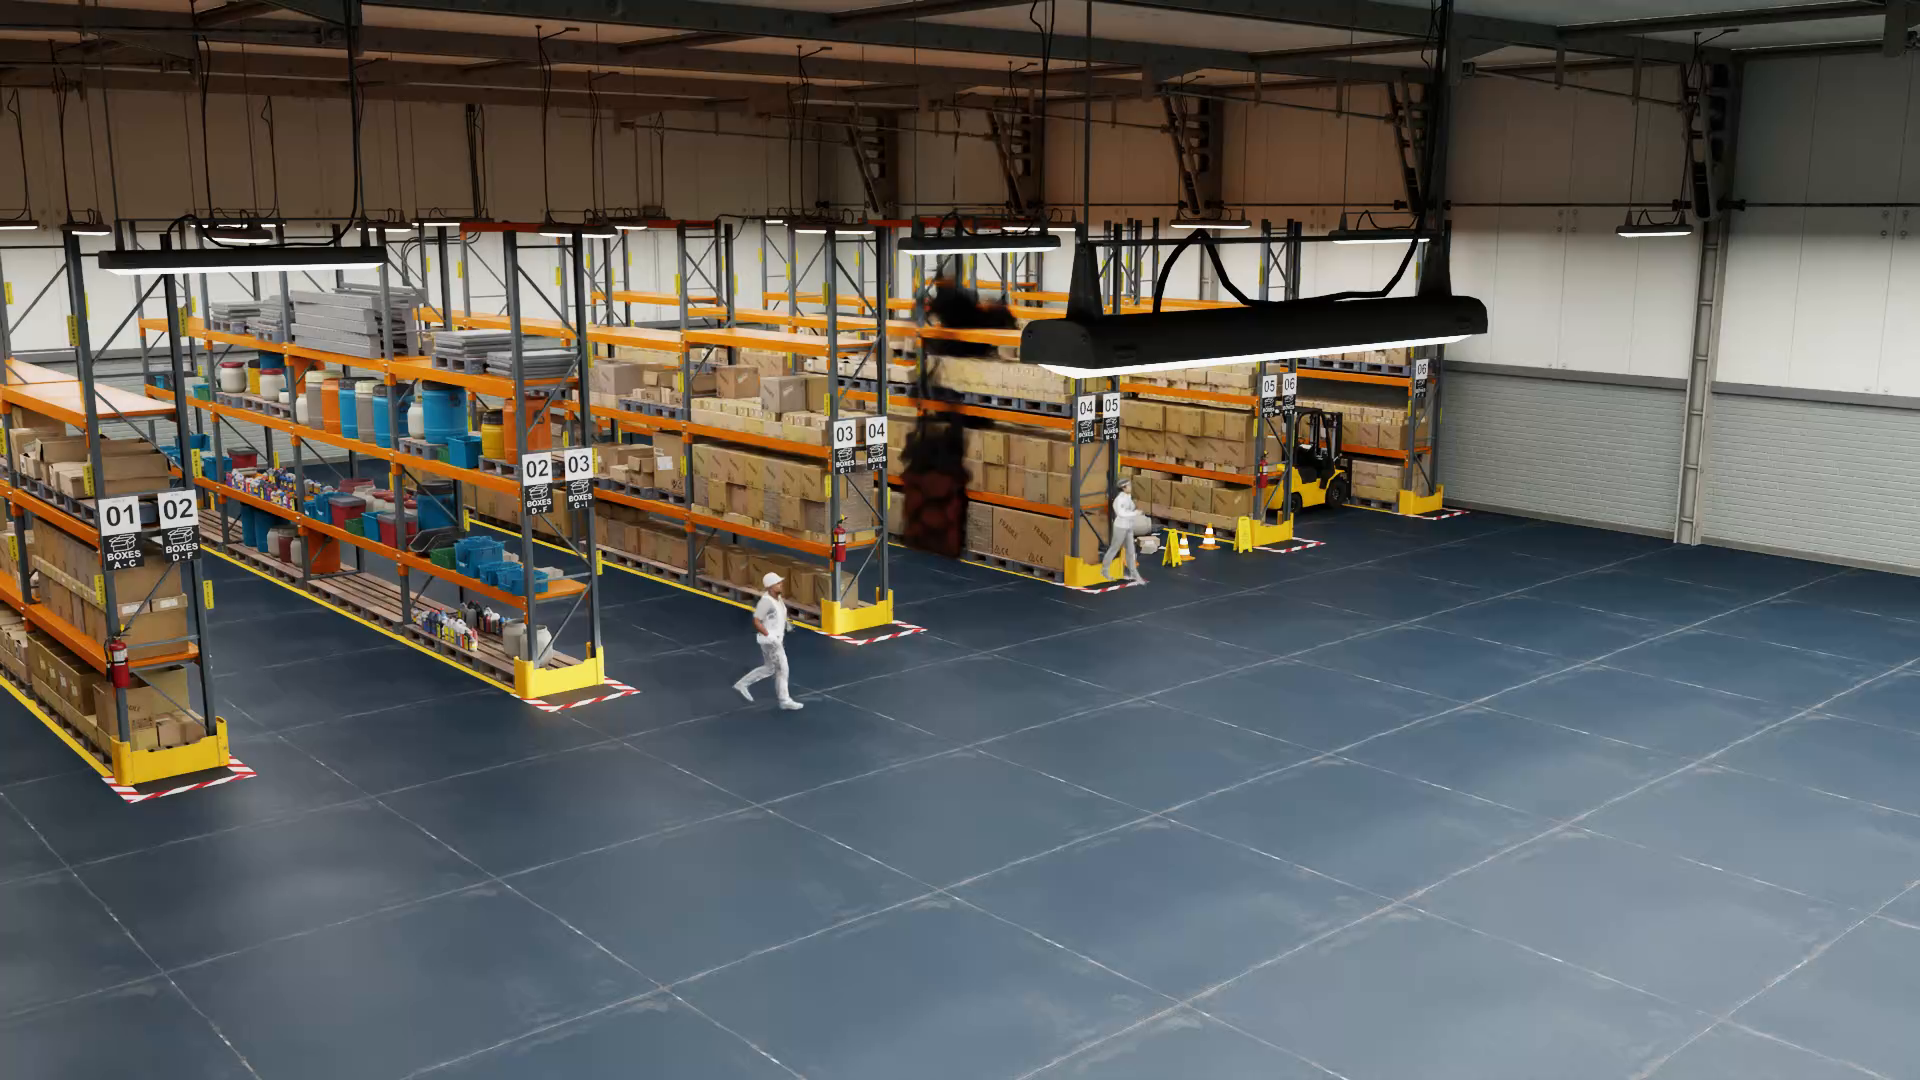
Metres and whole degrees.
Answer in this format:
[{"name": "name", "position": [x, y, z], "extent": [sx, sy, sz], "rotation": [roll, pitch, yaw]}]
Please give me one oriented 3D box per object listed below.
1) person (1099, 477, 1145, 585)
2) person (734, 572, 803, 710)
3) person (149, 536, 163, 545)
[{"name": "person", "position": [2.632, -0.150, 26.858], "extent": [0.730, 1.771, 0.610], "rotation": [4, 12, 18]}, {"name": "person", "position": [-2.436, 1.272, 20.996], "extent": [0.887, 1.773, 0.676], "rotation": [0, 11, -1]}, {"name": "person", "position": [-12.889, 0.083, 26.971], "extent": [1.025, 1.805, 0.649], "rotation": [8, 14, 34]}]
